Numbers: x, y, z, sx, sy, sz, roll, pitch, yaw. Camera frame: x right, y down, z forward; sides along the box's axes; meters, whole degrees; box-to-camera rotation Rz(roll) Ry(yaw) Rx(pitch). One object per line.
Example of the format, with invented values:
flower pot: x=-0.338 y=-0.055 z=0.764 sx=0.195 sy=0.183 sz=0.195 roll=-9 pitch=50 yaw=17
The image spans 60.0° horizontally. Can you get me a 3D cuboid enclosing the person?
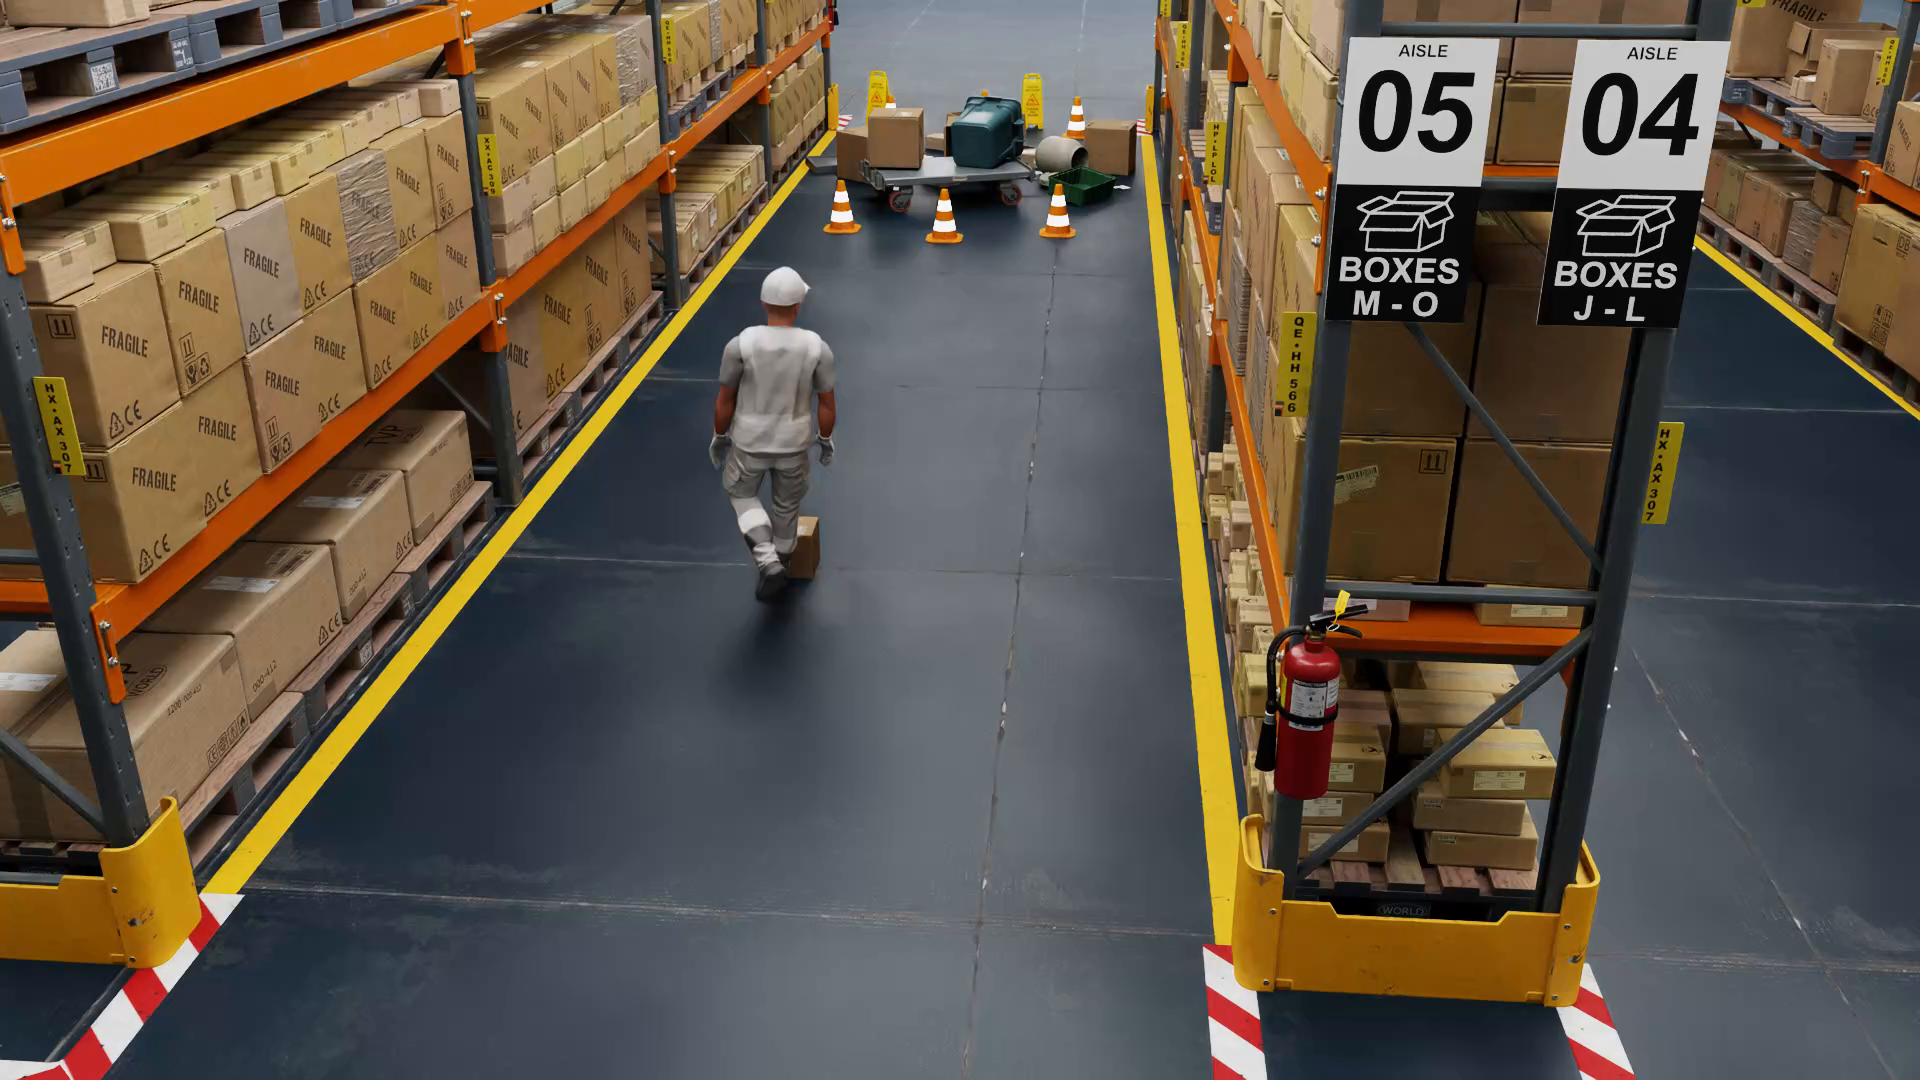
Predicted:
person: x=-0.930 y=-0.516 z=8.207 sx=0.621 sy=1.763 sz=0.734 roll=-4 pitch=25 yaw=-9
